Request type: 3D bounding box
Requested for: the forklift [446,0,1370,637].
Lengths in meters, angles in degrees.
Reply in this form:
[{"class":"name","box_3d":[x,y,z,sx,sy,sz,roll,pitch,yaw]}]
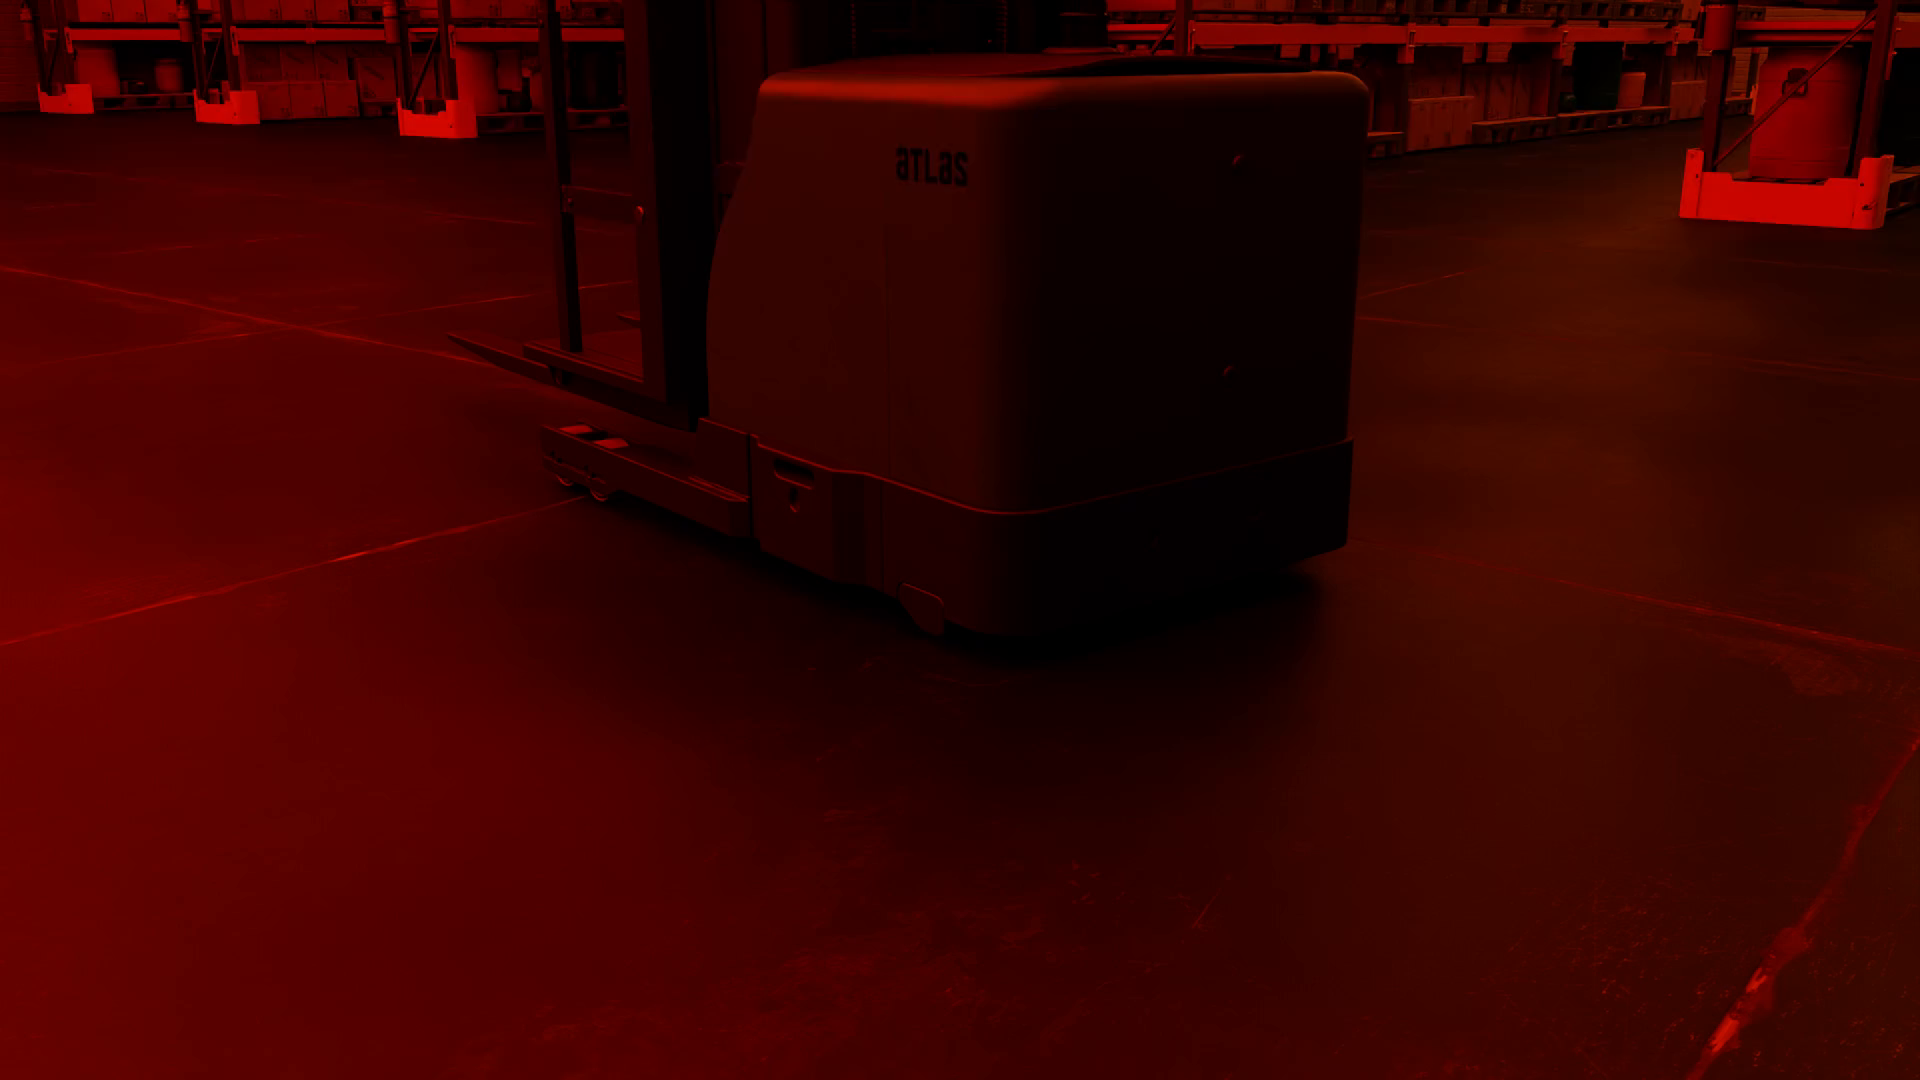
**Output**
[{"class":"forklift","box_3d":[-0.456,-1.578,4.096,1.130,2.935,3.031,-13,21,-37]}]
